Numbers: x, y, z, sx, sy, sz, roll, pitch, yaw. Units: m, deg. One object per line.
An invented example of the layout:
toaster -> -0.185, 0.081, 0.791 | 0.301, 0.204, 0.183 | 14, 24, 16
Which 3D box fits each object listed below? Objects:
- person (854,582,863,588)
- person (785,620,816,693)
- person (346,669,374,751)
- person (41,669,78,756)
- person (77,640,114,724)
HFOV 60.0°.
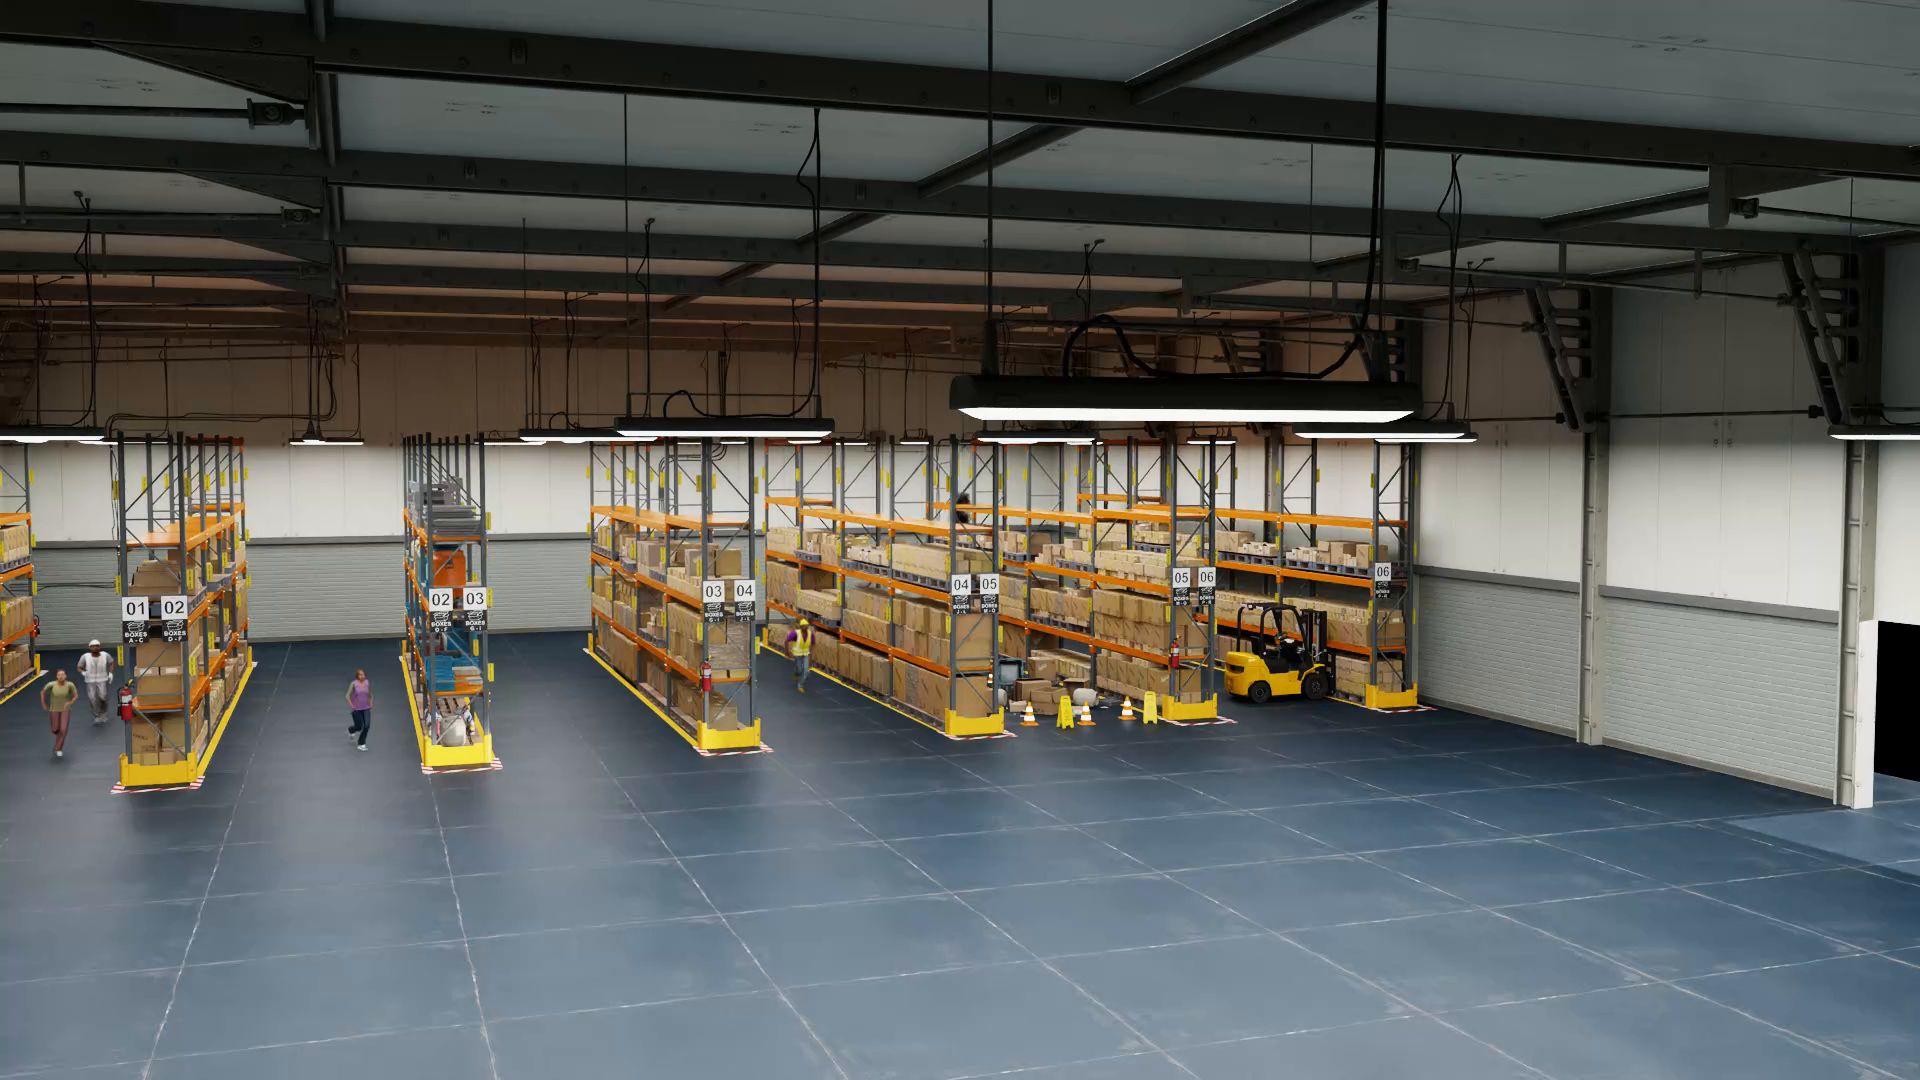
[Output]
person -> -3.047, 2.114, 50.319 | 0.791, 1.691, 0.555 | -1, 3, -24
person -> -3.740, 2.719, 39.105 | 0.739, 1.719, 0.701 | -1, 3, -24
person -> -11.393, 3.205, 31.564 | 0.522, 1.554, 0.555 | -3, 4, -39
person -> -16.826, 3.209, 31.088 | 0.617, 1.621, 0.649 | -2, 4, -27
person -> -17.832, 2.936, 34.313 | 0.682, 1.752, 0.628 | -2, 4, -26
